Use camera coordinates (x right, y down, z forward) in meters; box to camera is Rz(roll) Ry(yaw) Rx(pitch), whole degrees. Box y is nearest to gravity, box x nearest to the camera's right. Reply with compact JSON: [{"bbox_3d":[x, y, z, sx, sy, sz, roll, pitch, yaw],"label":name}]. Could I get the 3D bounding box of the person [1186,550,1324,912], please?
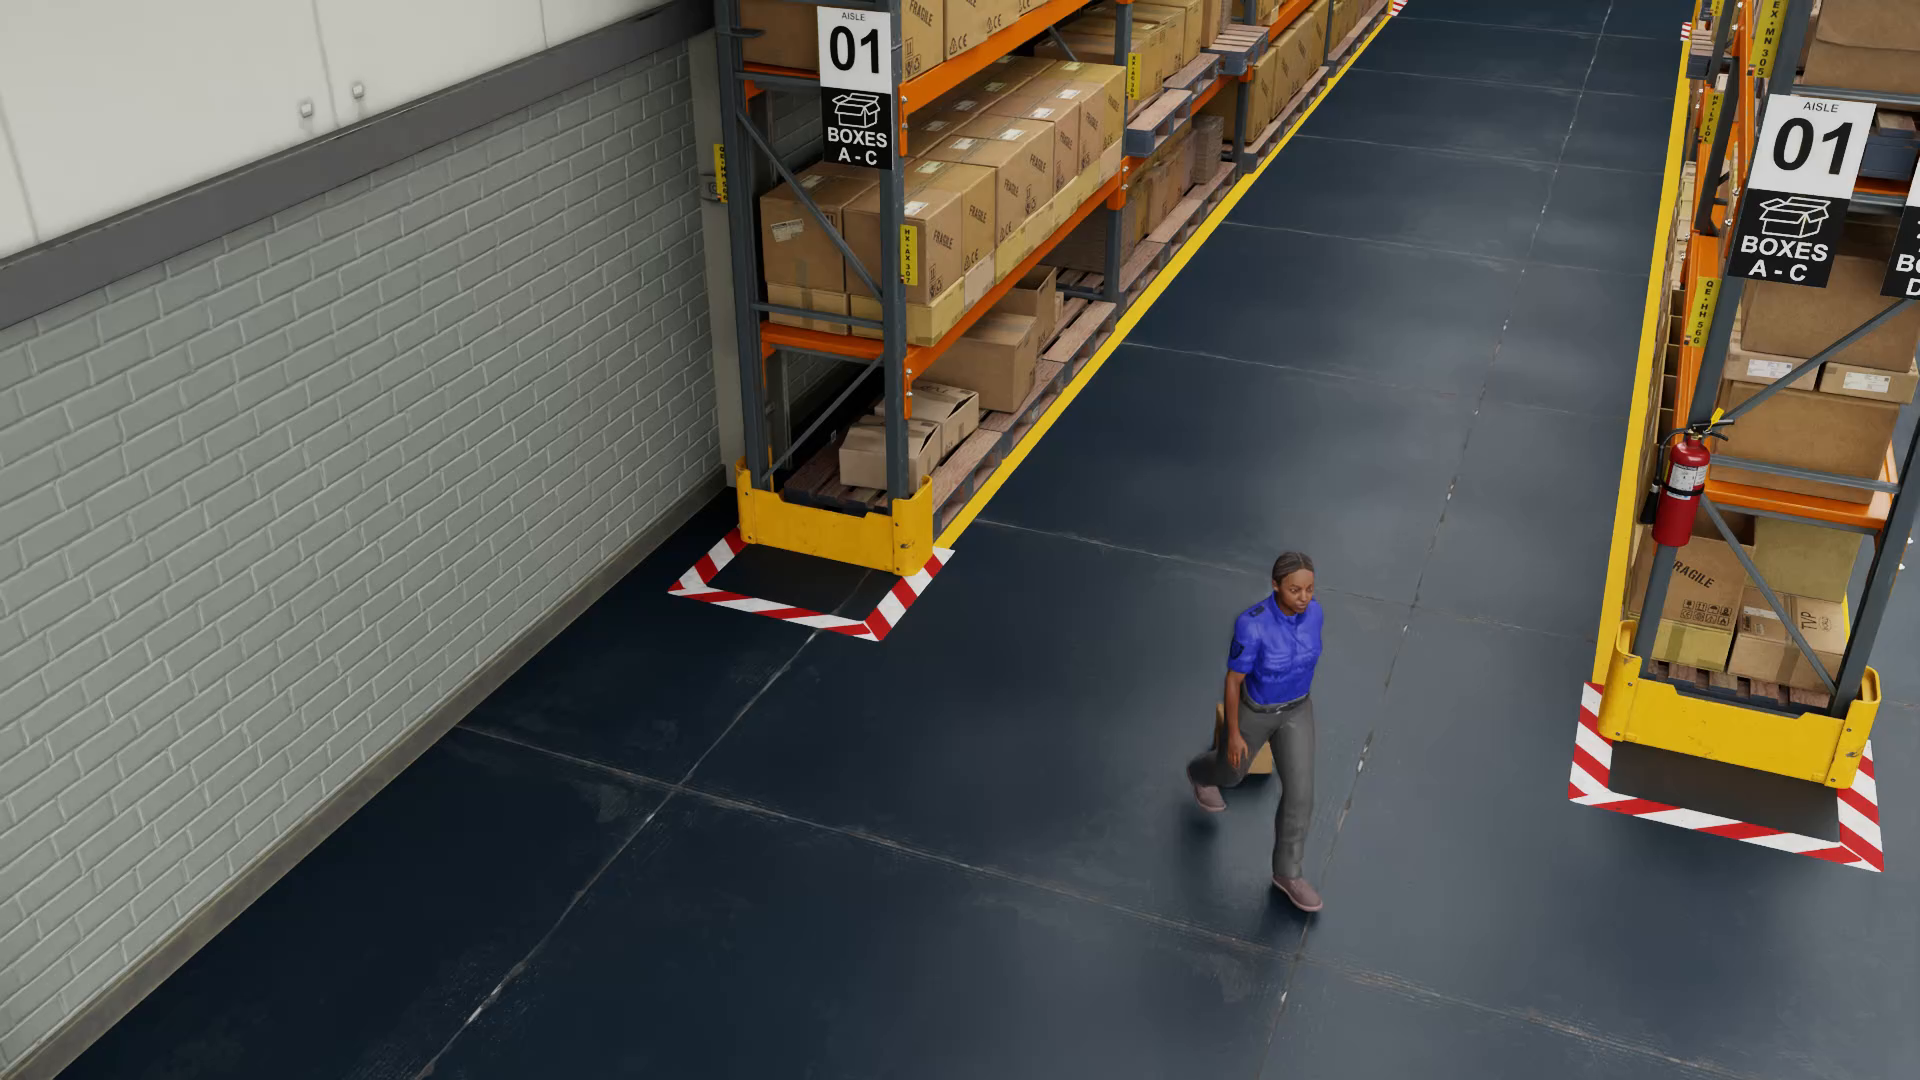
[{"bbox_3d":[1.295,0.717,7.145,0.462,1.607,0.971,-10,31,-17],"label":"person"}]
